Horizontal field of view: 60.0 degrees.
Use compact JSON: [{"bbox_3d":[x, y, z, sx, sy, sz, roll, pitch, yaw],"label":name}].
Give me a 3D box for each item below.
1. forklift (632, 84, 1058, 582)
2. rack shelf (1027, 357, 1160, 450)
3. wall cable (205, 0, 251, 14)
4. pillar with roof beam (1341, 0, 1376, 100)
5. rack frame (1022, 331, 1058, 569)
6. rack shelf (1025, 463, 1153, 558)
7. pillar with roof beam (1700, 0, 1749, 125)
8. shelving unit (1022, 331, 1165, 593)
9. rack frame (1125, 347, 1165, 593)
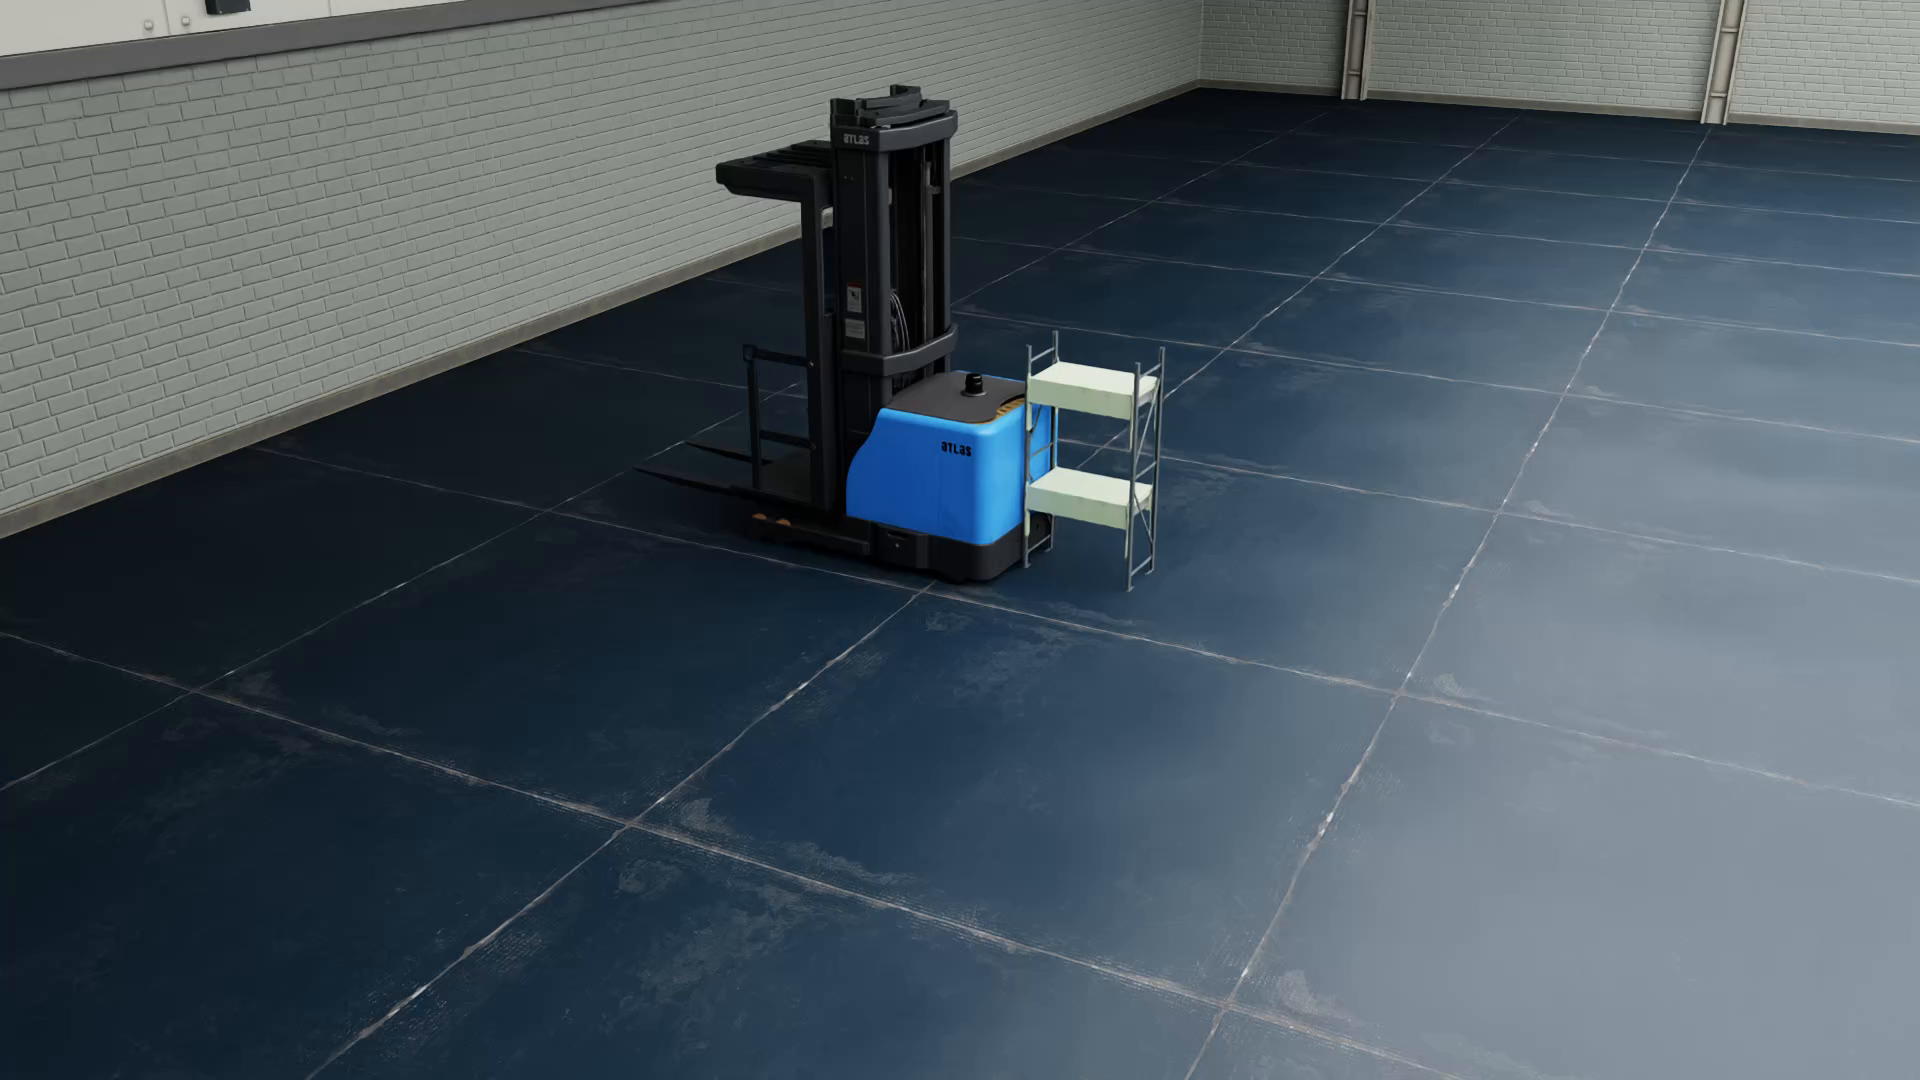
[{"bbox_3d":[-0.878,-1.486,10.998,3.031,2.935,1.130,13,26,27],"label":"forklift"},{"bbox_3d":[0.831,-0.856,10.348,0.720,0.370,0.431,13,26,27],"label":"rack shelf"},{"bbox_3d":[-4.855,-6.951,11.752,0.169,6.003,2.305,11,25,25],"label":"wall cable"},{"bbox_3d":[5.150,-10.590,24.652,0.400,9.000,9.100,11,25,25],"label":"pillar with roof beam"},{"bbox_3d":[0.514,-0.568,10.669,0.023,1.500,0.400,13,26,27],"label":"rack frame"},{"bbox_3d":[0.831,-0.197,10.629,0.720,0.370,0.431,13,26,27],"label":"rack shelf"},{"bbox_3d":[10.505,-9.530,22.161,0.400,9.000,9.100,11,25,25],"label":"pillar with roof beam"},{"bbox_3d":[0.831,-0.497,10.501,0.755,1.500,0.431,13,26,27],"label":"shelving unit"},{"bbox_3d":[1.148,-0.425,10.333,0.023,1.500,0.400,13,26,27],"label":"rack frame"}]
